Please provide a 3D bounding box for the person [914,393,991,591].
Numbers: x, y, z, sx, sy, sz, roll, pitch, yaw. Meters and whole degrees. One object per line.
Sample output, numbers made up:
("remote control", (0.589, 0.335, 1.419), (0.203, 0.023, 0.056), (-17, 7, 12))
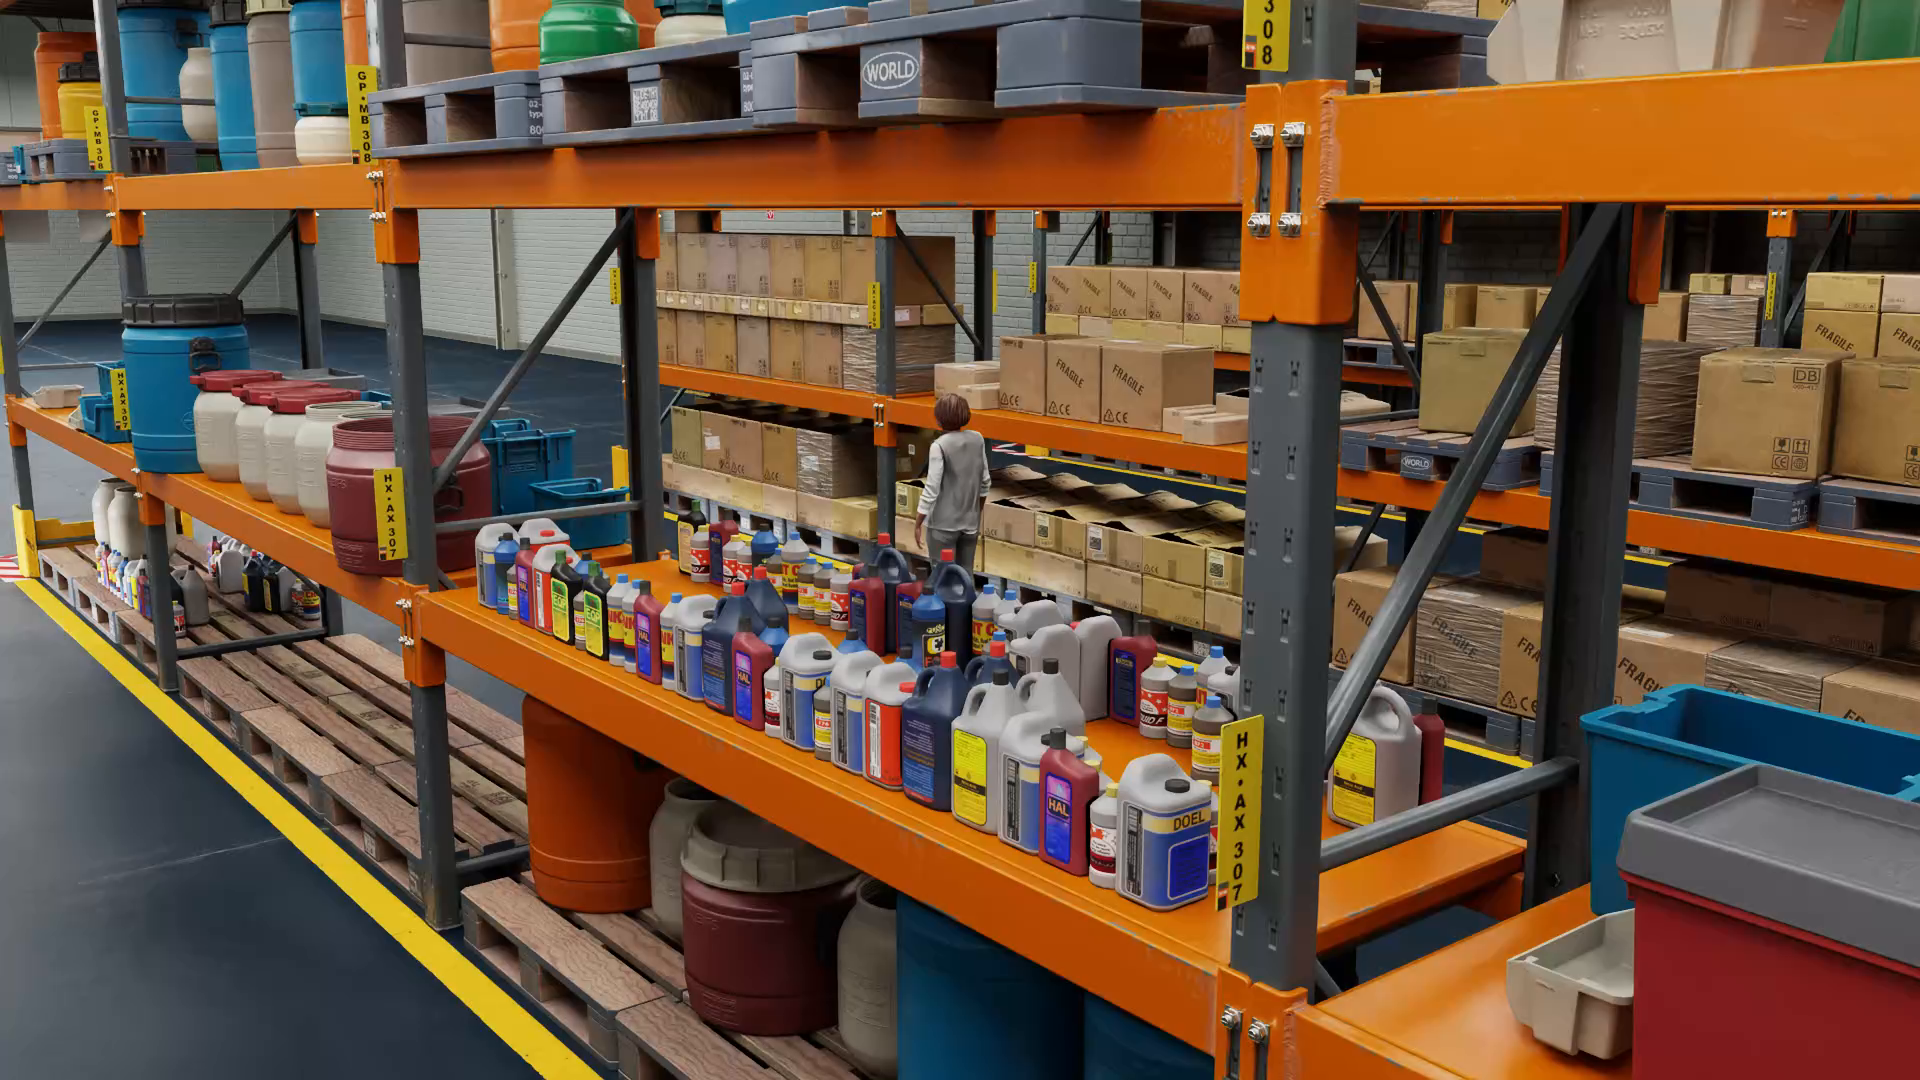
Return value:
("person", (-0.083, -0.089, 9.873), (0.520, 1.593, 0.476), (-9, 14, -37))
